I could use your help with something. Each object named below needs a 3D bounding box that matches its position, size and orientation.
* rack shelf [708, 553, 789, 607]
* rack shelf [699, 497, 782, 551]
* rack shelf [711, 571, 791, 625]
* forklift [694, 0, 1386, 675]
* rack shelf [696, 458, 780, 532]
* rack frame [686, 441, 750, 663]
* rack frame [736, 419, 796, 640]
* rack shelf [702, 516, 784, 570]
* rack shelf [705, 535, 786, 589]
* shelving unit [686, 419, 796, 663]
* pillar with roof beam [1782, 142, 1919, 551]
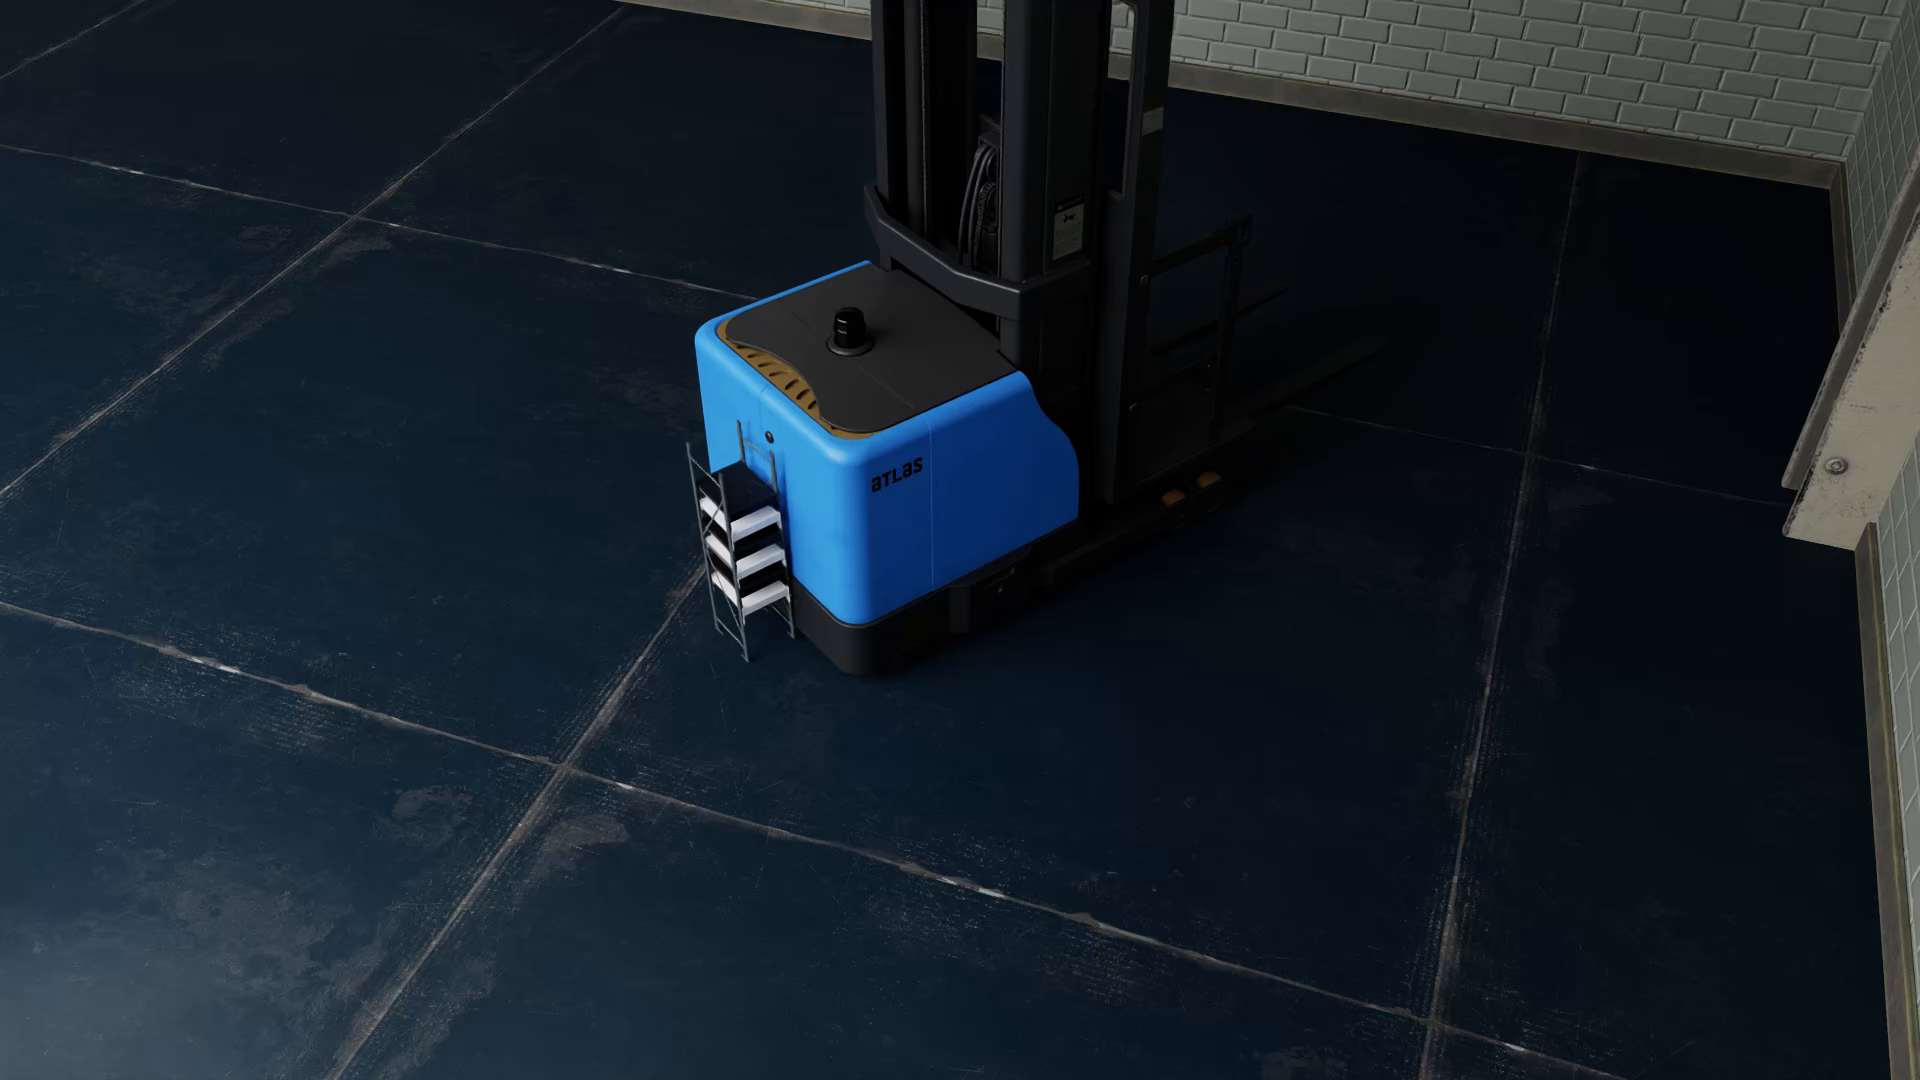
[{"bbox_3d":[-0.784,0.110,6.113,0.200,0.077,0.258,-27,47,-26],"label":"rack shelf"},{"bbox_3d":[-0.789,-0.093,5.935,0.200,0.077,0.258,-27,47,-26],"label":"rack shelf"},{"bbox_3d":[-0.782,0.178,6.173,0.200,0.077,0.258,-27,47,-26],"label":"rack shelf"},{"bbox_3d":[0.503,-1.405,6.138,3.031,2.935,1.130,-26,47,-27],"label":"forklift"},{"bbox_3d":[-0.791,-0.160,5.876,0.200,0.077,0.258,-27,47,-26],"label":"rack shelf"},{"bbox_3d":[-0.868,0.059,5.987,0.006,0.900,0.240,-27,47,-26],"label":"rack frame"},{"bbox_3d":[-0.705,-0.024,6.077,0.006,0.900,0.240,-27,47,-26],"label":"rack frame"},{"bbox_3d":[-0.787,-0.025,5.995,0.200,0.077,0.258,-27,47,-26],"label":"rack shelf"},{"bbox_3d":[-0.786,0.043,6.054,0.200,0.077,0.258,-27,47,-26],"label":"rack shelf"},{"bbox_3d":[-0.786,0.018,6.032,0.210,0.900,0.258,-27,47,-26],"label":"shelving unit"},{"bbox_3d":[-0.482,-4.483,5.072,9.100,9.000,0.400,13,42,15],"label":"pillar with roof beam"}]
